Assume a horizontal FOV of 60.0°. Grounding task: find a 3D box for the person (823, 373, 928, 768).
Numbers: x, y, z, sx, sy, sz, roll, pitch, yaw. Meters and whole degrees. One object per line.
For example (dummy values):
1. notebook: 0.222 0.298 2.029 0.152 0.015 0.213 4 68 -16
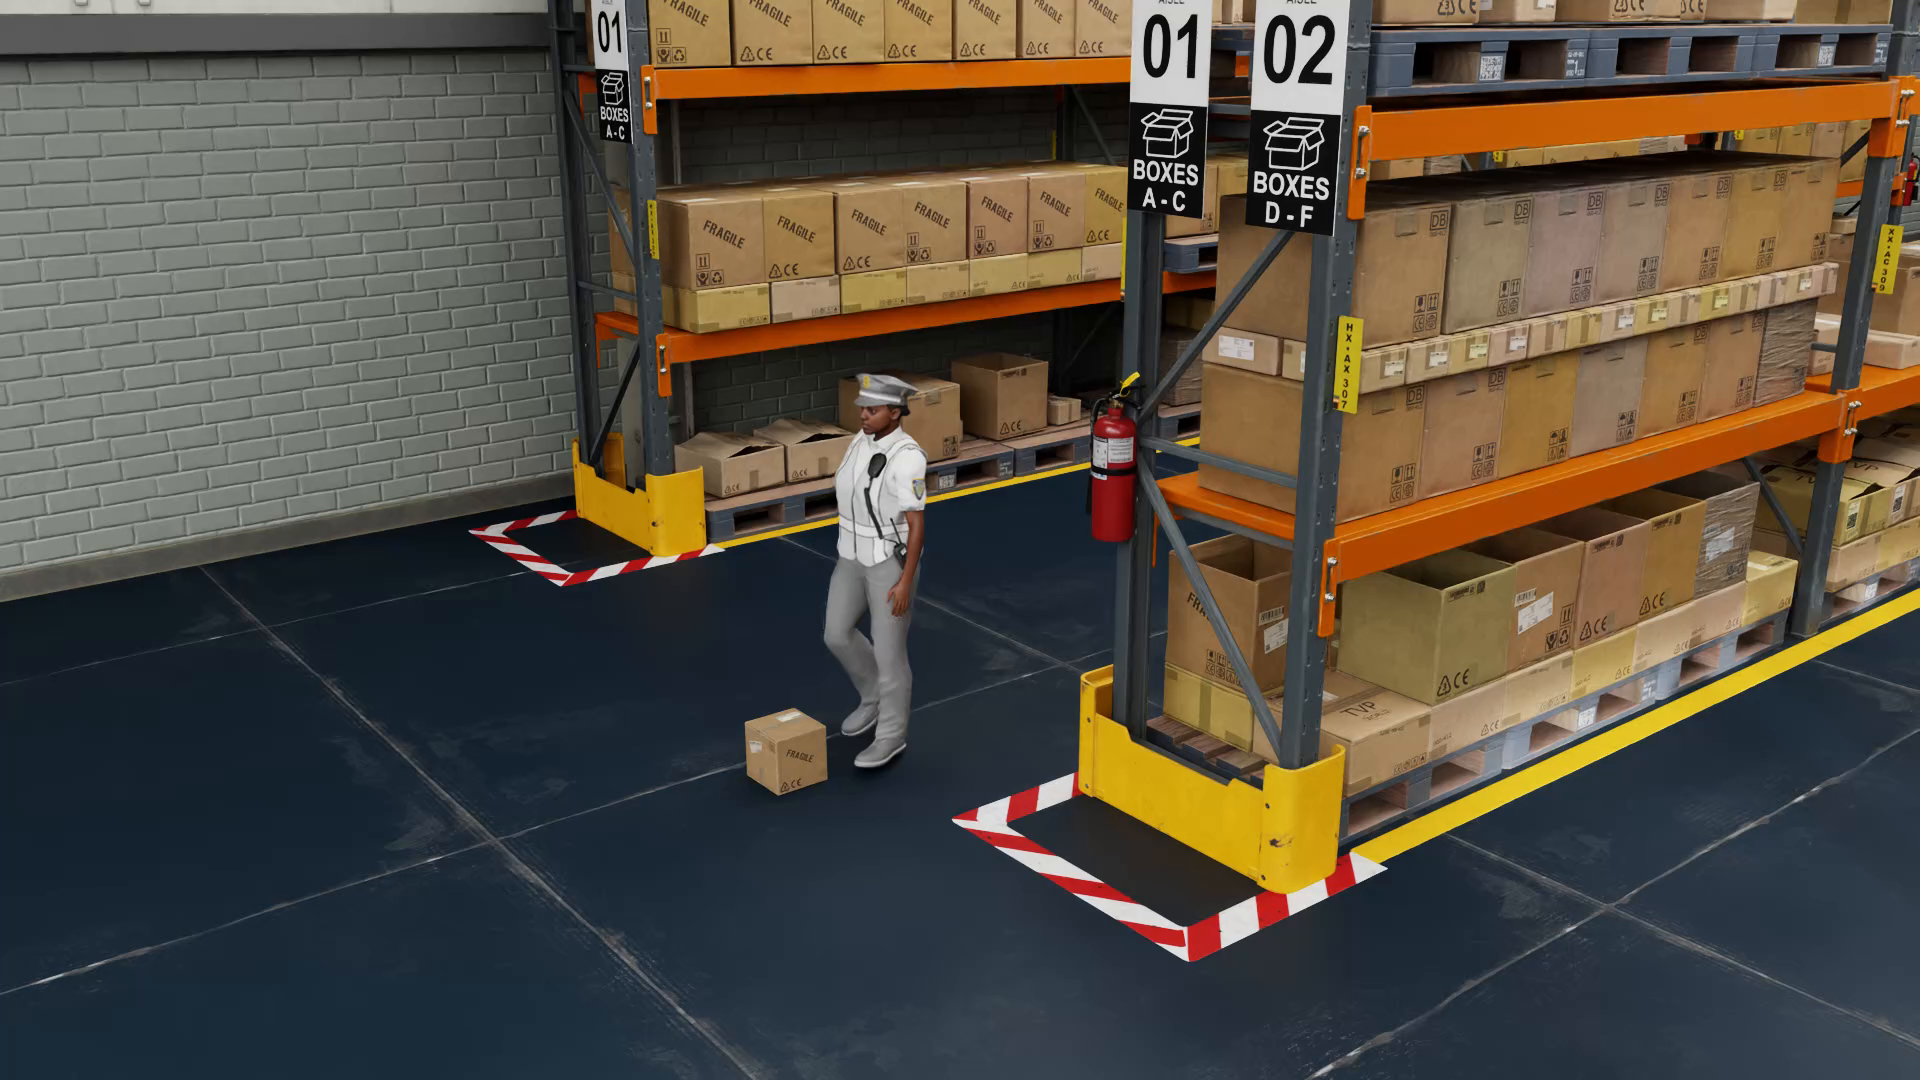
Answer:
1. person: -0.363 0.117 7.116 0.454 1.706 0.513 -16 24 -41
